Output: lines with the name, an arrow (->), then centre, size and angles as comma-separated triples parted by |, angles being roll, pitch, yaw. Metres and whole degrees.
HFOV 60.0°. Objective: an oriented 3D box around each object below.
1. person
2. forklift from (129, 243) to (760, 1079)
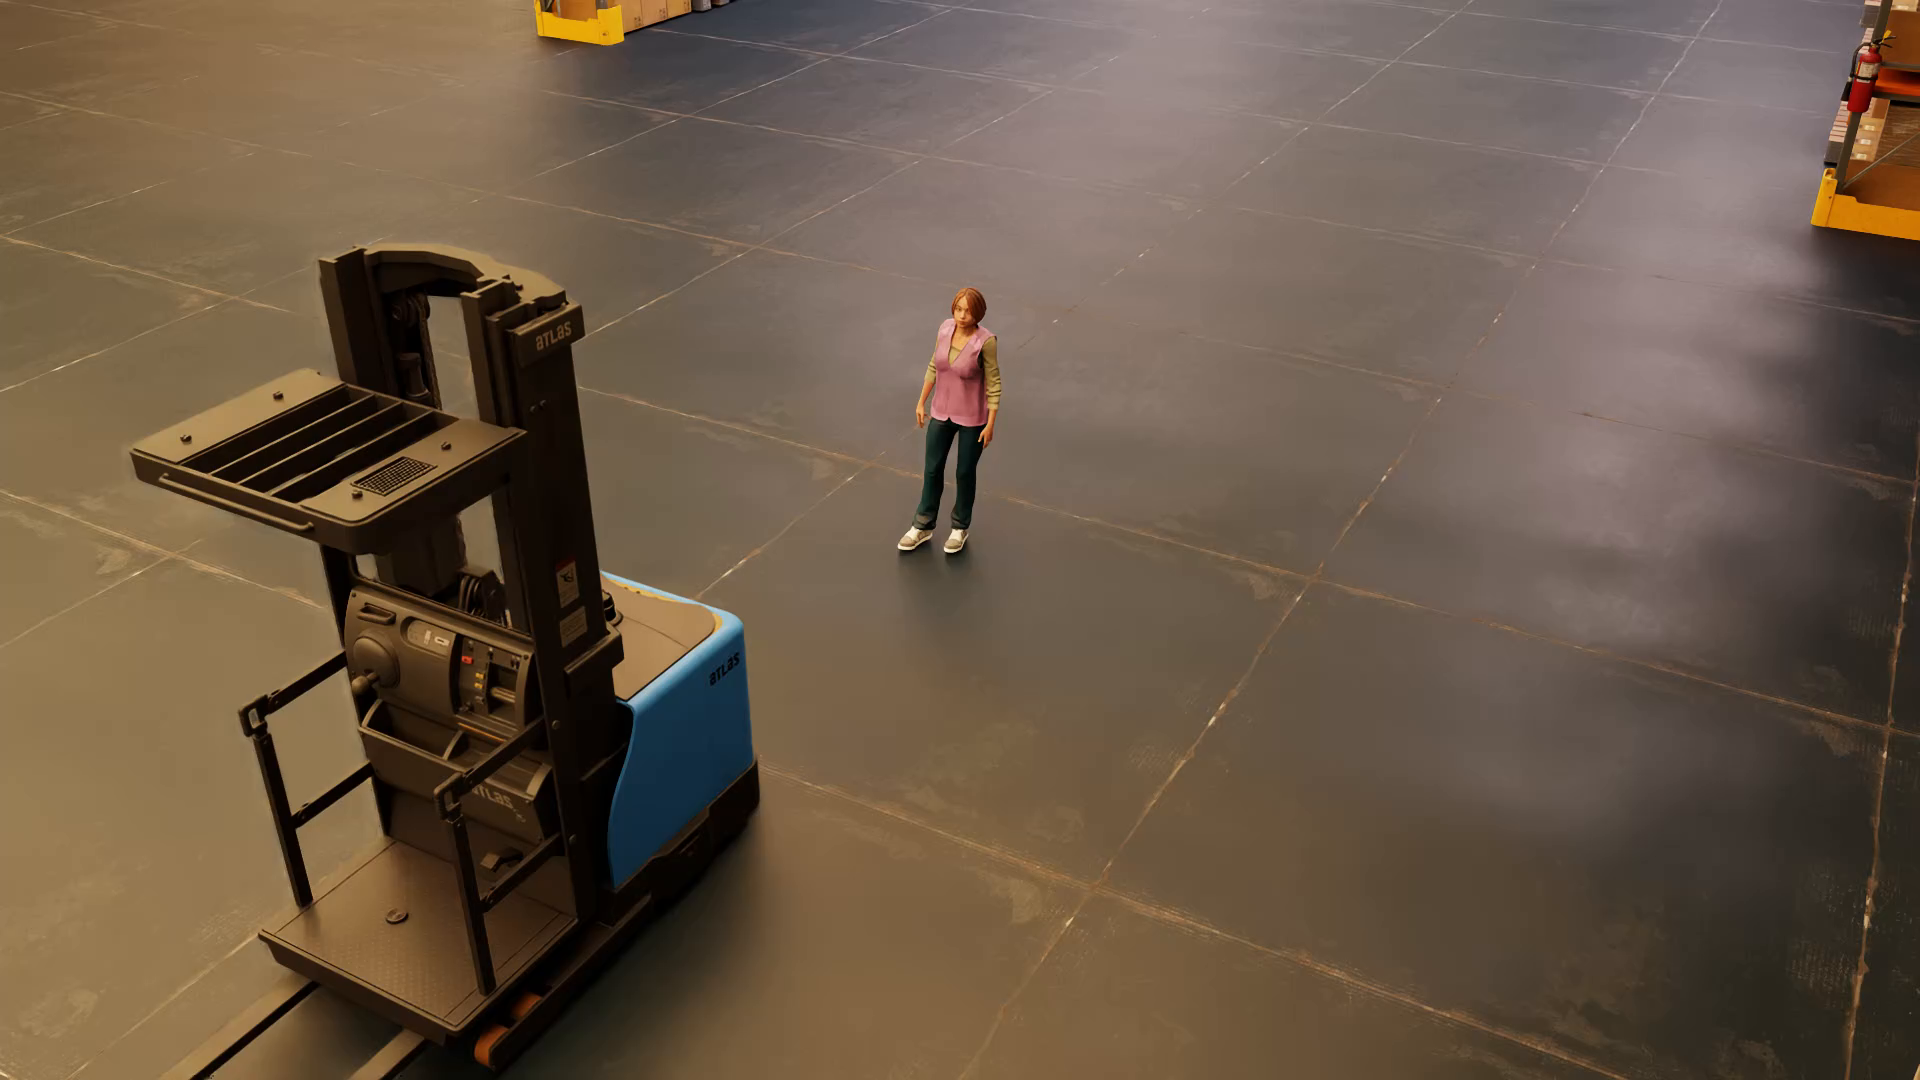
person -> -0.048, -0.669, 9.550 | 0.520, 1.597, 0.476 | 15, 33, 25
forklift -> -2.094, 0.517, 6.174 | 1.130, 2.935, 3.031 | 16, 34, 25
